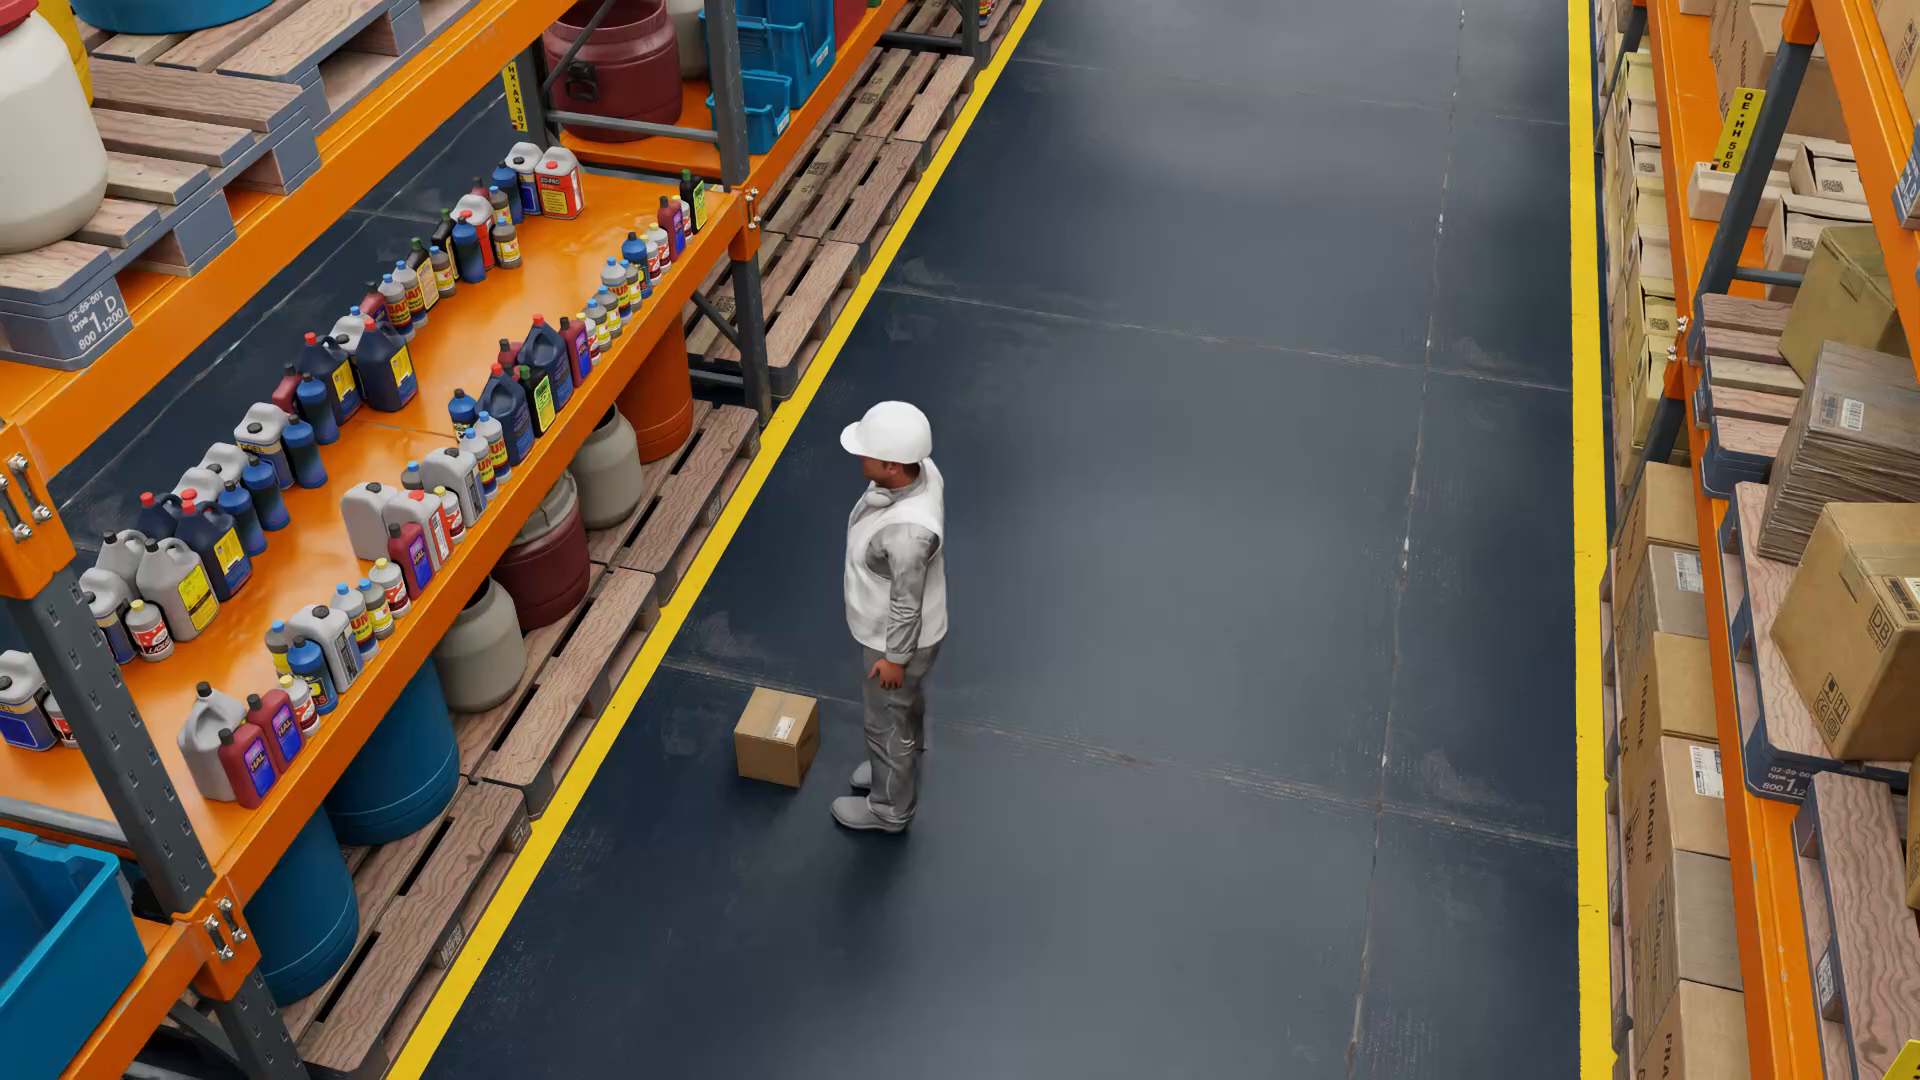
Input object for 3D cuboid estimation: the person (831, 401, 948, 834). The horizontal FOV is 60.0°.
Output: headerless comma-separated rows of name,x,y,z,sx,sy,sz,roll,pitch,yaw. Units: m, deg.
person,-0.265,0.261,5.816,0.445,1.782,0.555,0,41,0
